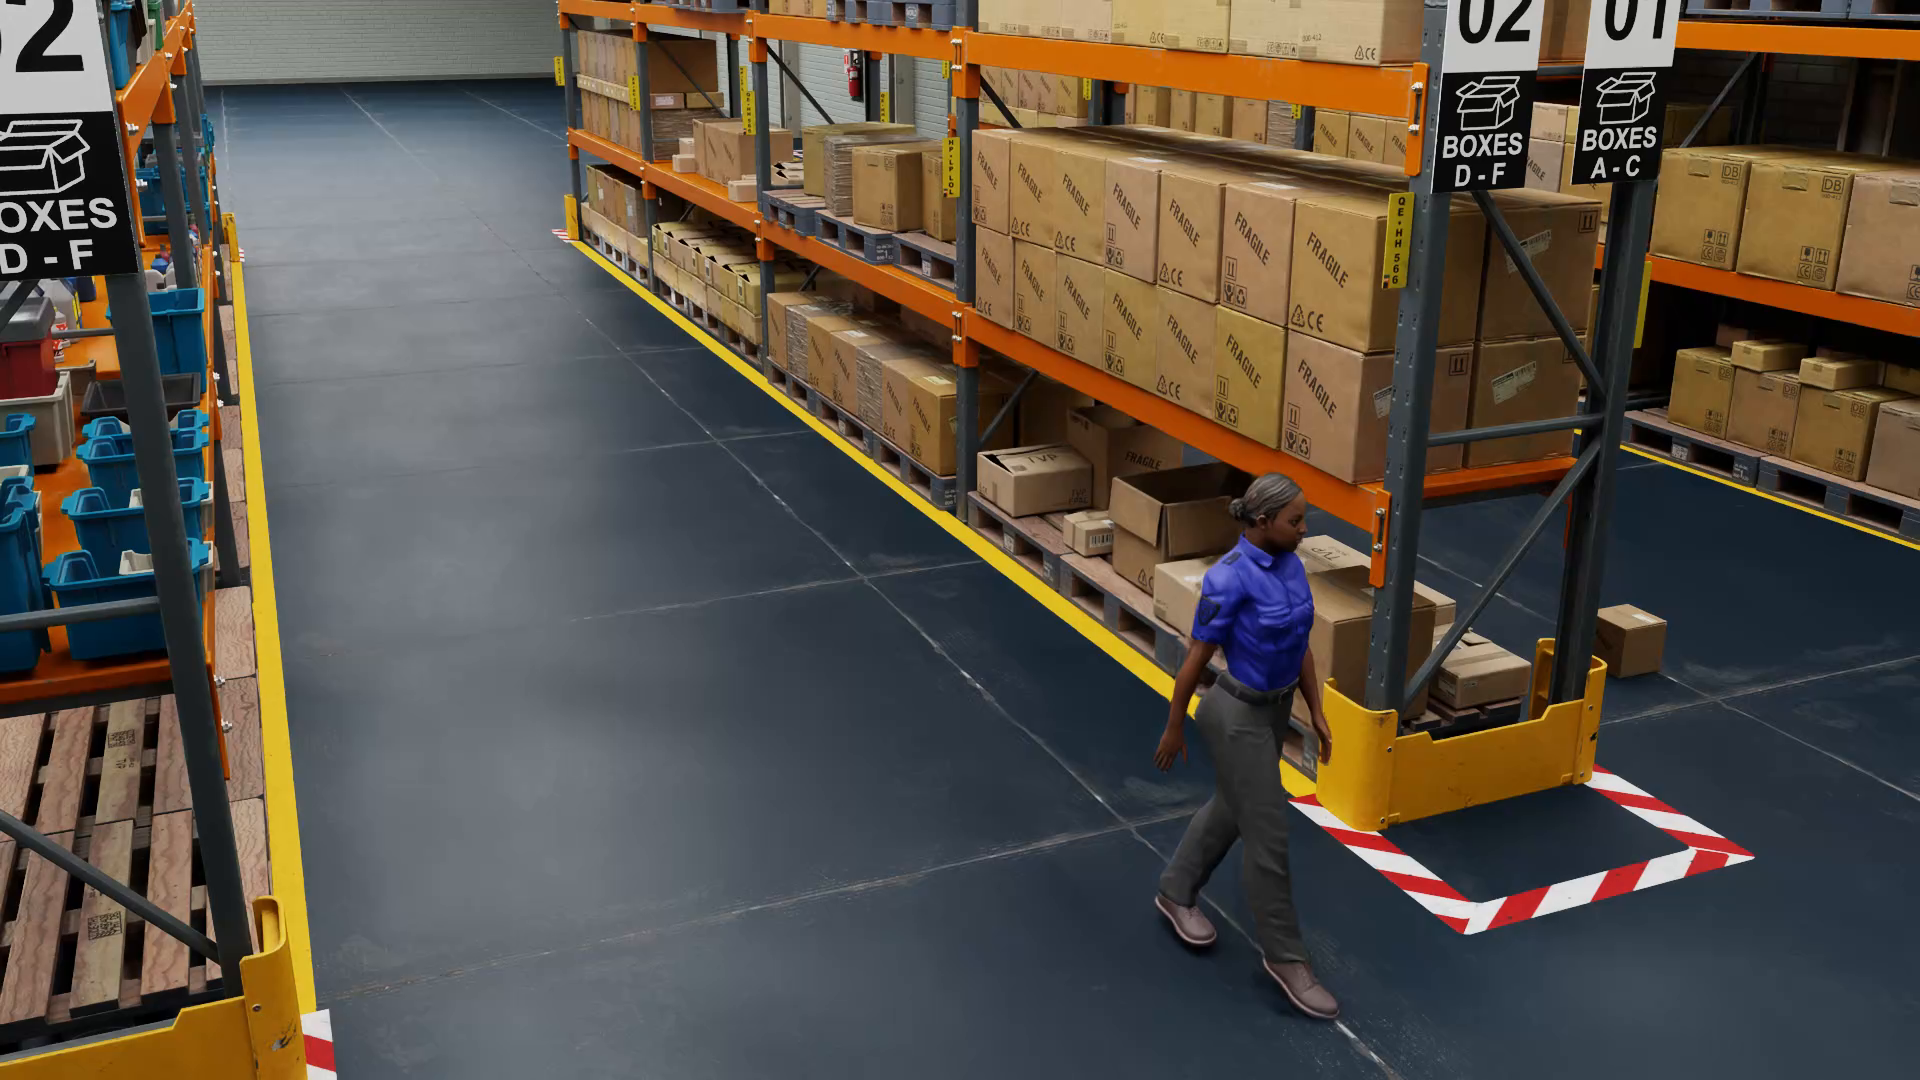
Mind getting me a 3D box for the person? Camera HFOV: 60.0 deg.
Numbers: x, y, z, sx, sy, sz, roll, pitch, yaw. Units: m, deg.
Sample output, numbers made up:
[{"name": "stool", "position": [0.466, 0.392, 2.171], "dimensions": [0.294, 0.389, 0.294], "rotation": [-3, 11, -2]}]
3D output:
[{"name": "person", "position": [0.987, 0.609, 5.298], "dimensions": [0.766, 1.652, 0.539], "rotation": [15, 24, 37]}]
